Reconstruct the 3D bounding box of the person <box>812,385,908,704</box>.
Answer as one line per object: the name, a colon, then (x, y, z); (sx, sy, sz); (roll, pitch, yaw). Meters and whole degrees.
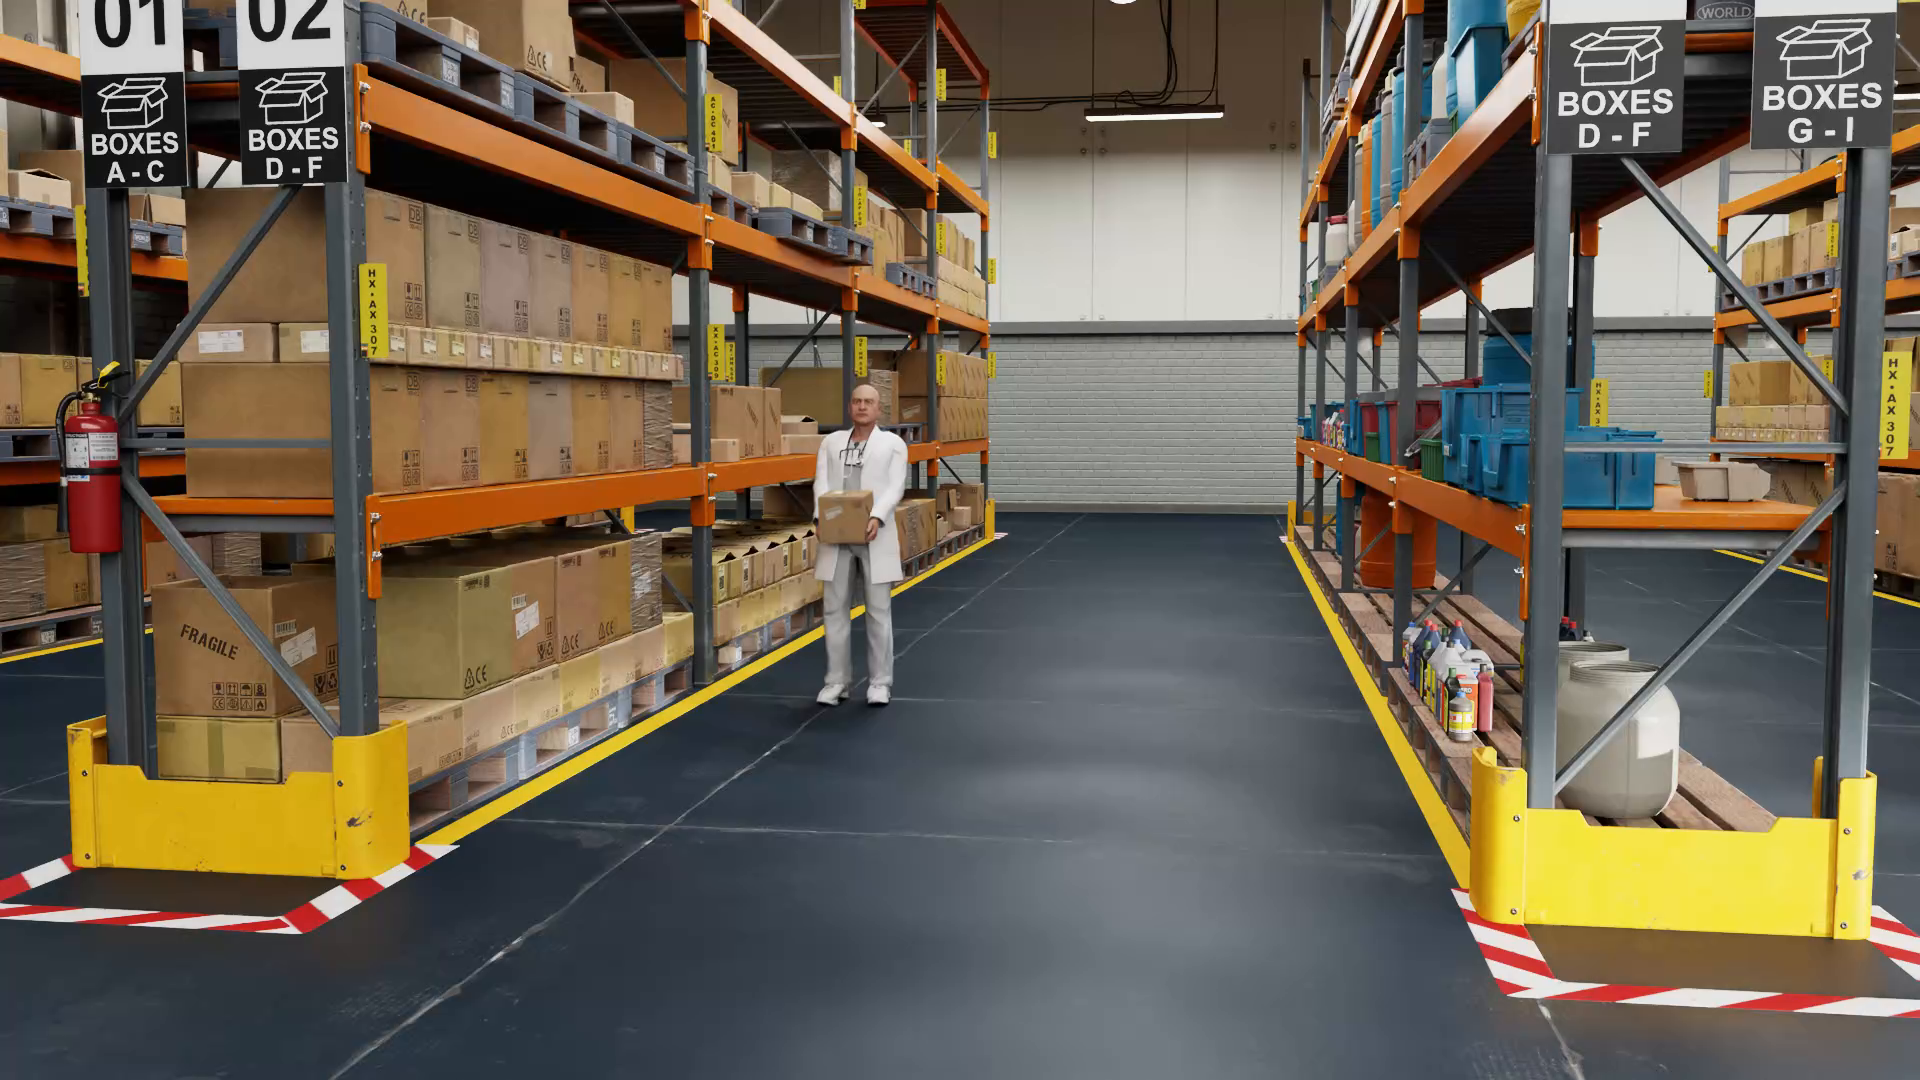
person: (-0.578, 0.025, 9.245); (0.529, 1.775, 0.554); (1, 4, 10)
